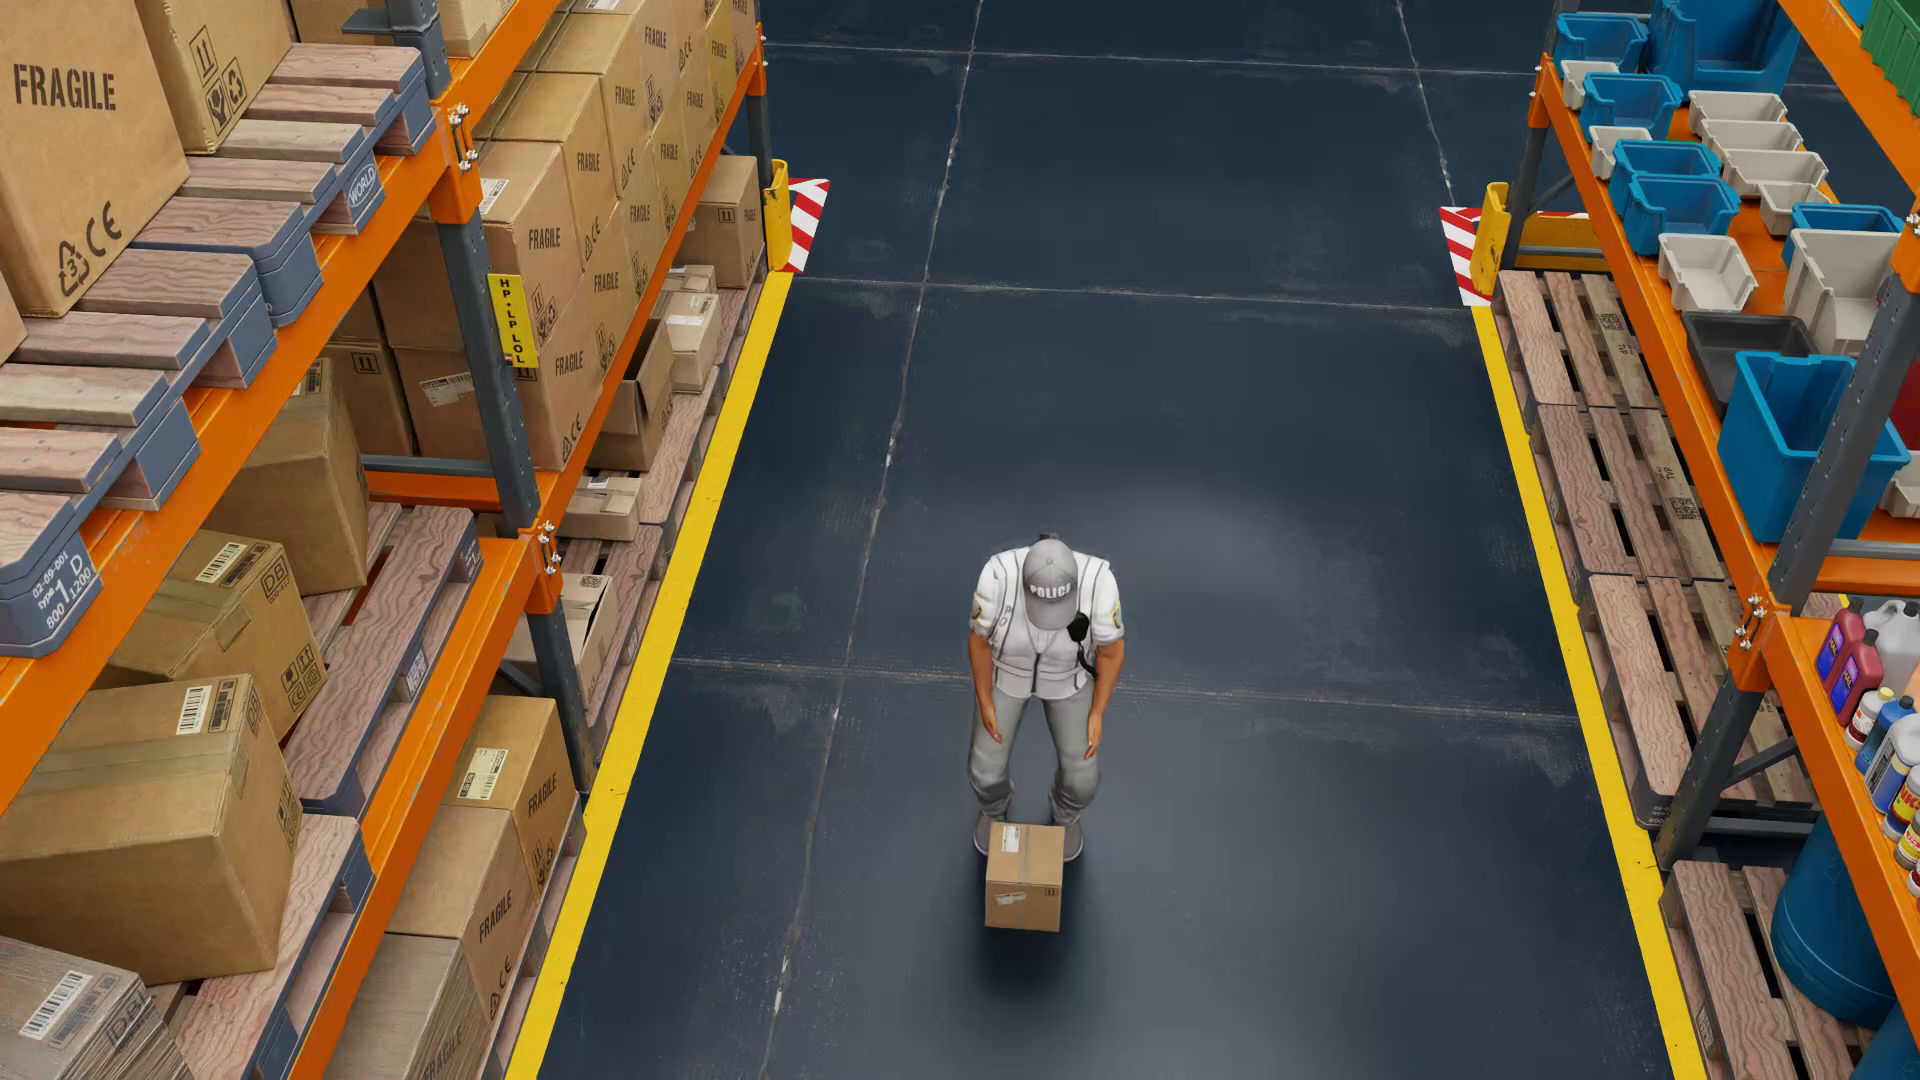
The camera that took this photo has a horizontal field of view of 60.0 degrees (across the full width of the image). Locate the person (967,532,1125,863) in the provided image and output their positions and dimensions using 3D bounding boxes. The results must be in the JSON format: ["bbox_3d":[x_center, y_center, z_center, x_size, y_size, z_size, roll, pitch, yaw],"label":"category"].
[{"bbox_3d":[0.288,0.509,5.662,0.519,1.541,0.591,4,40,5],"label":"person"}]
